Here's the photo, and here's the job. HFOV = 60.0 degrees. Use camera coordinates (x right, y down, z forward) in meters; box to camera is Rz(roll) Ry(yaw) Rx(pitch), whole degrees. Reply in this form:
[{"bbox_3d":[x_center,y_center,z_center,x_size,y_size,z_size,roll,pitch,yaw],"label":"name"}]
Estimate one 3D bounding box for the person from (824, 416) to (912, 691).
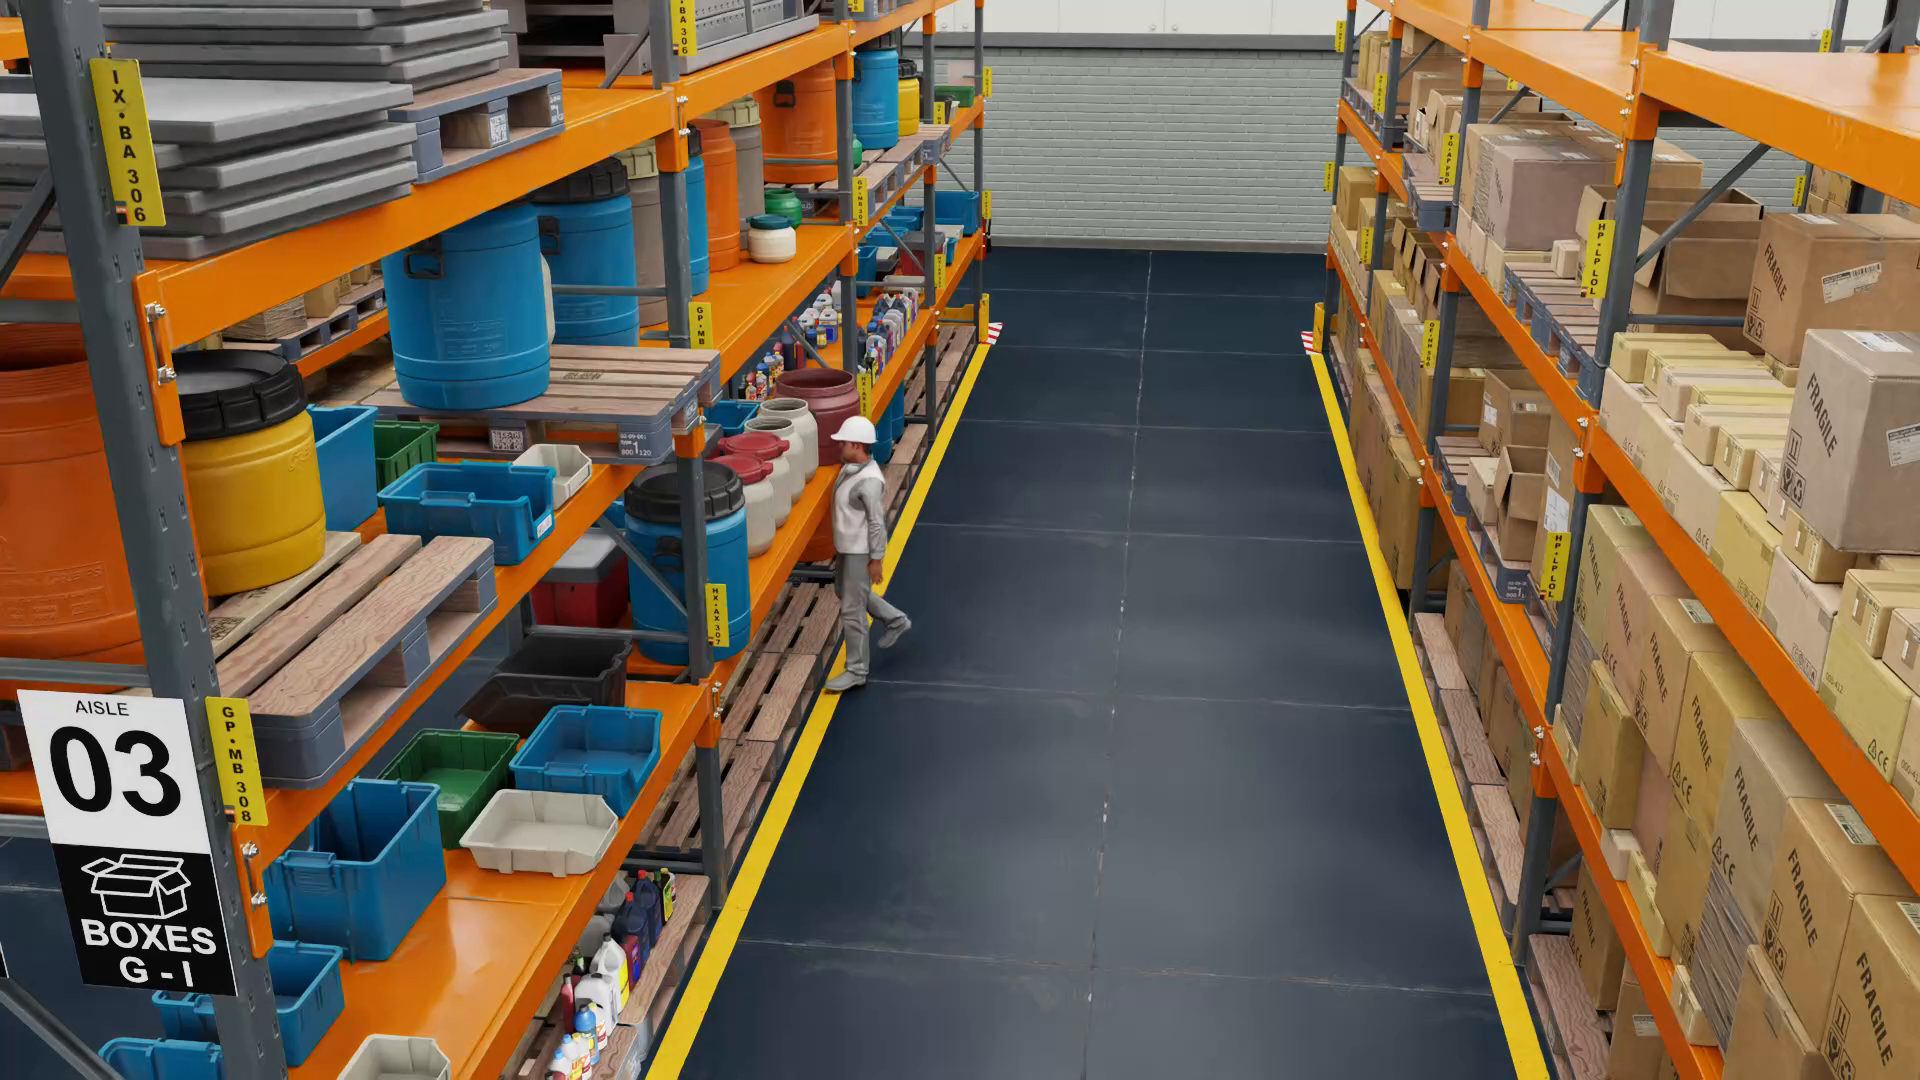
[{"bbox_3d":[-0.617,0.048,10.881,0.656,1.763,0.622,-4,21,-10],"label":"person"}]
